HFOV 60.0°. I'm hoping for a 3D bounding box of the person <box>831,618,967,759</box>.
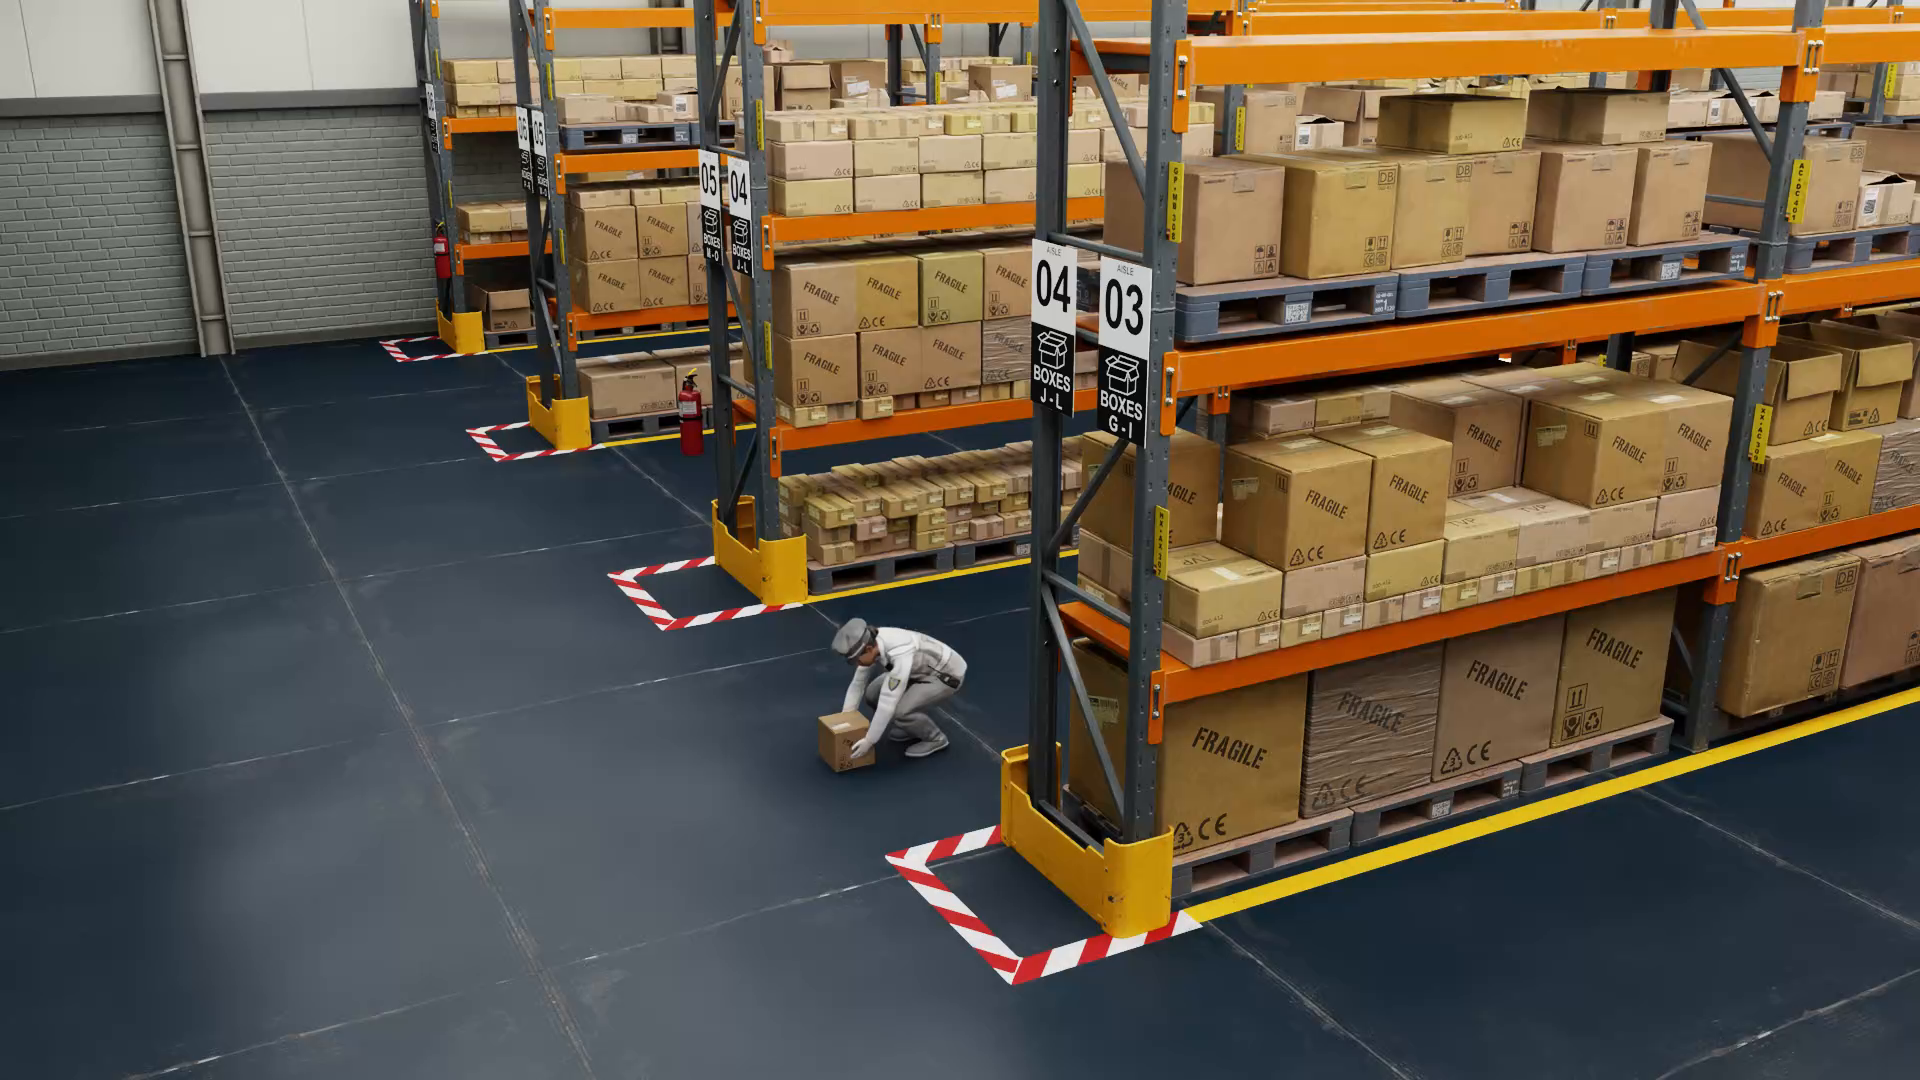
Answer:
[{"bbox_3d":[-0.367,0.834,9.795,0.856,0.899,0.485,-10,21,-27],"label":"person"}]
